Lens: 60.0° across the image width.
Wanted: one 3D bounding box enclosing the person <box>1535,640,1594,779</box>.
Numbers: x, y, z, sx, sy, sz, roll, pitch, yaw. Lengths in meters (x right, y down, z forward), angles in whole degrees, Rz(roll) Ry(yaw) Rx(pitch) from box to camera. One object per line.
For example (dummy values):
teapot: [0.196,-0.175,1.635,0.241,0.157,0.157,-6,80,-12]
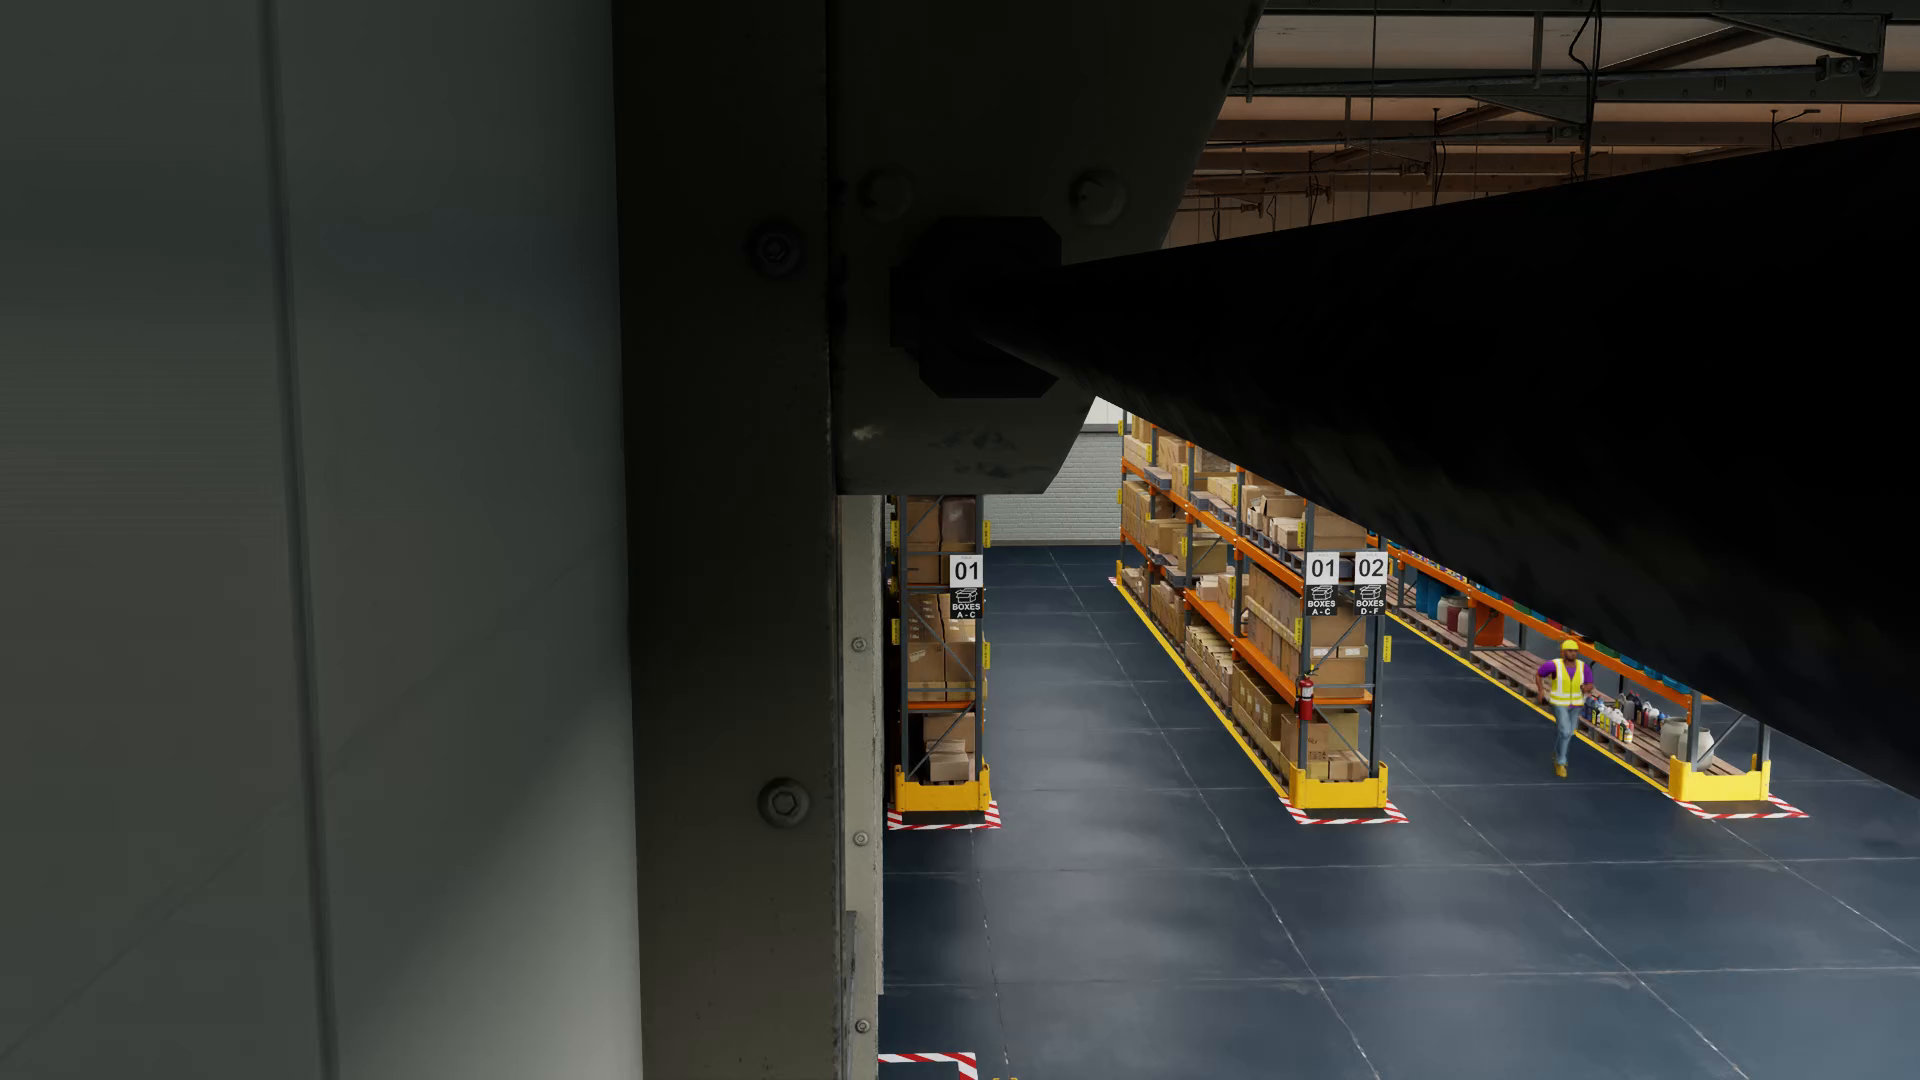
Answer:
person: [8.046,2.220,22.088,0.680,1.824,0.754,-1,8,-5]
